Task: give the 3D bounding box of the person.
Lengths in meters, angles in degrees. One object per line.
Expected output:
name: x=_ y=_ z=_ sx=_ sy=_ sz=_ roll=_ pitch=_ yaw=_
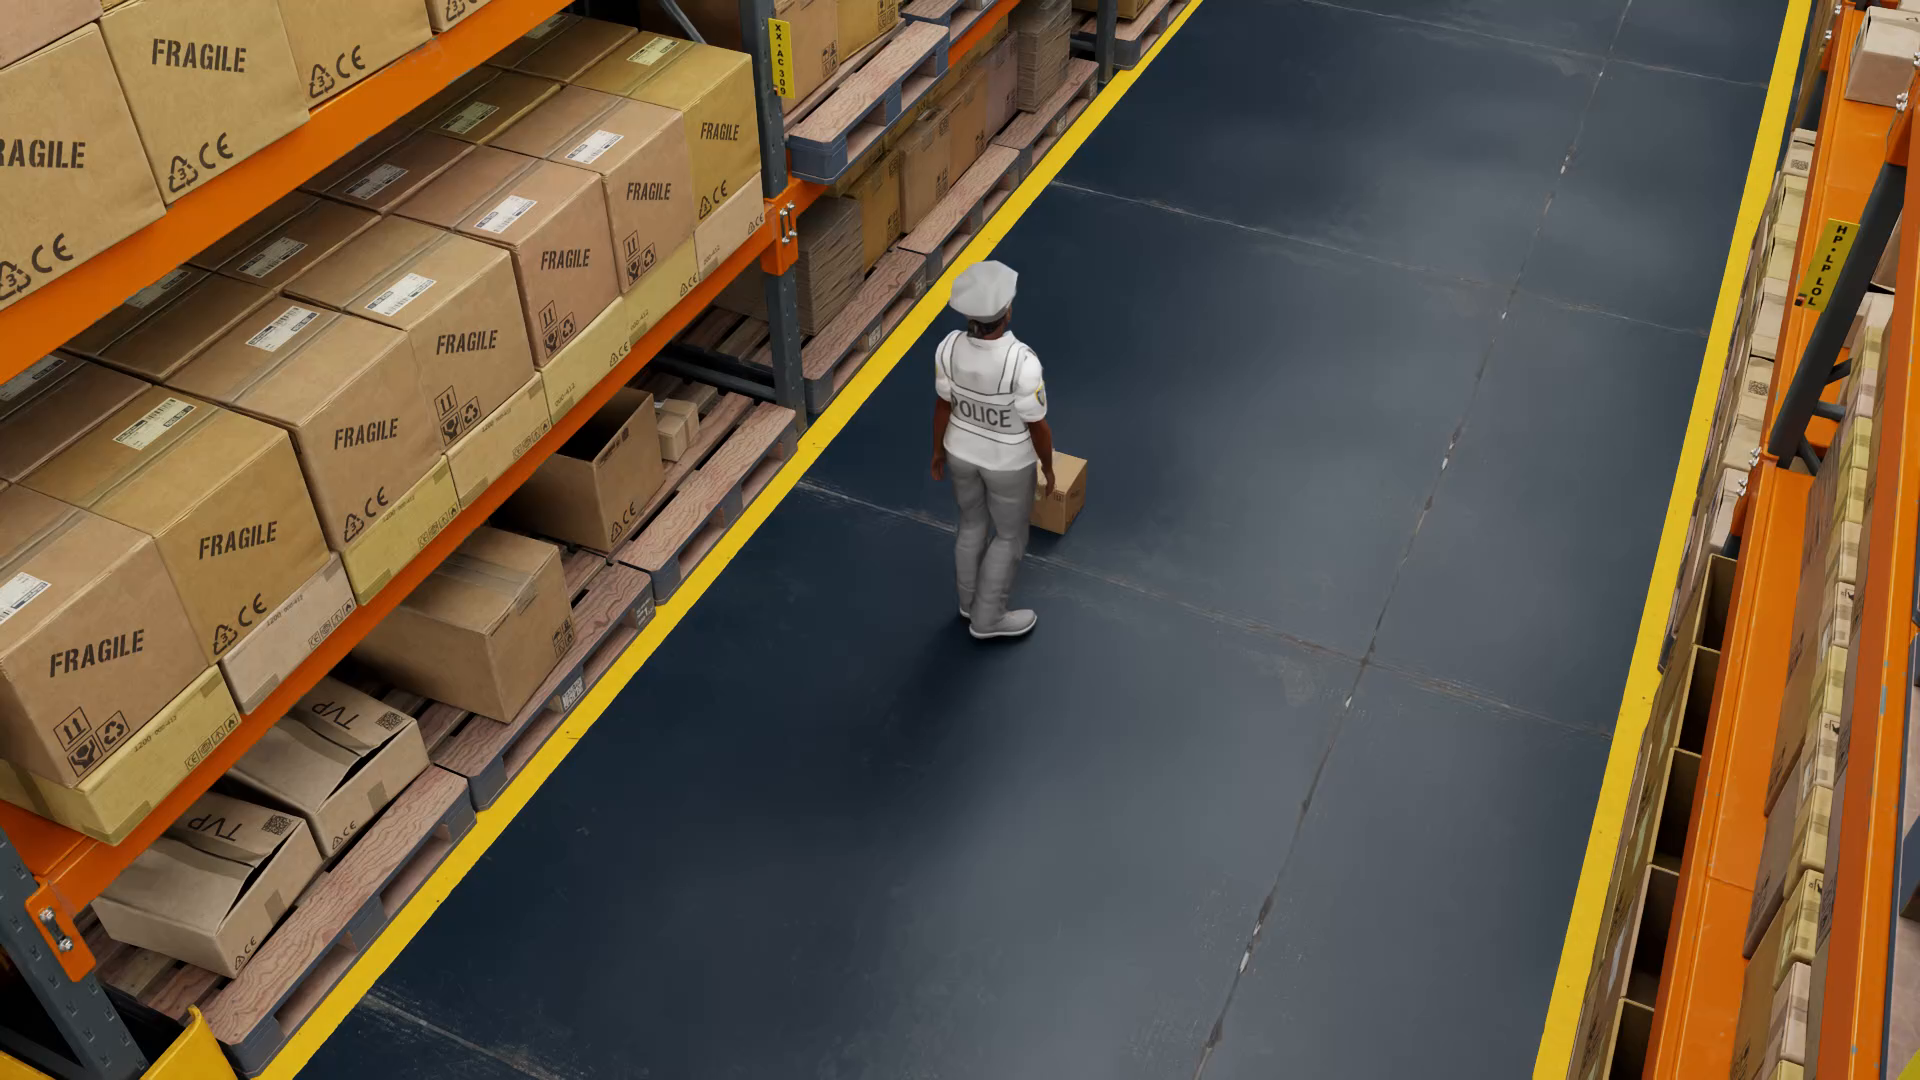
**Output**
person: x=0.121 y=-0.324 z=6.476 sx=0.496 sy=1.680 sz=0.390 roll=20 pitch=46 yaw=21
